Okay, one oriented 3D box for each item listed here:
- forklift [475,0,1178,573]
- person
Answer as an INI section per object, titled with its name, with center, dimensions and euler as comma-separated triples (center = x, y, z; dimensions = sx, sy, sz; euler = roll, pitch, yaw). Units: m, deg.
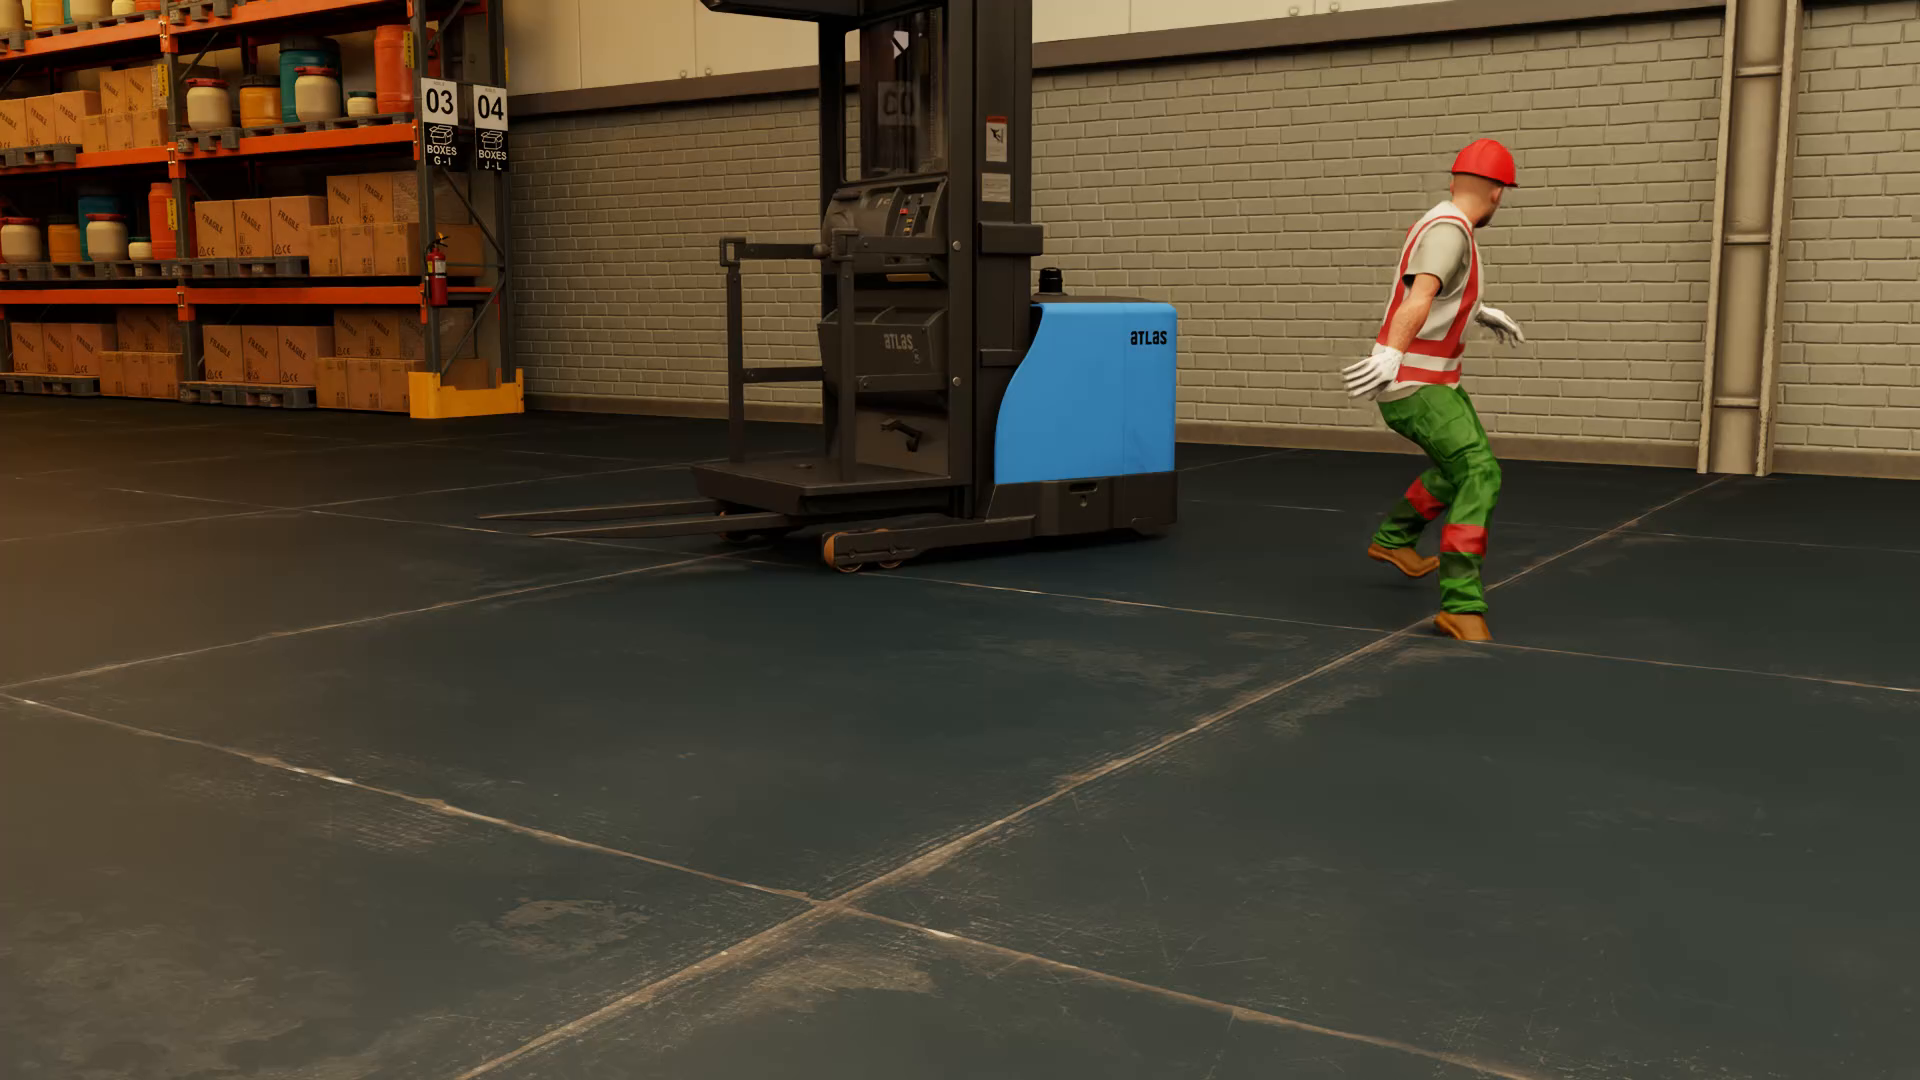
[forklift]
center = -0.507, -1.403, 7.061
dimensions = 3.031, 2.935, 1.130
euler = -5, 10, -33
[person]
center = 1.646, -0.497, 5.696
dimensions = 0.561, 1.715, 1.168
euler = 3, 9, 20
